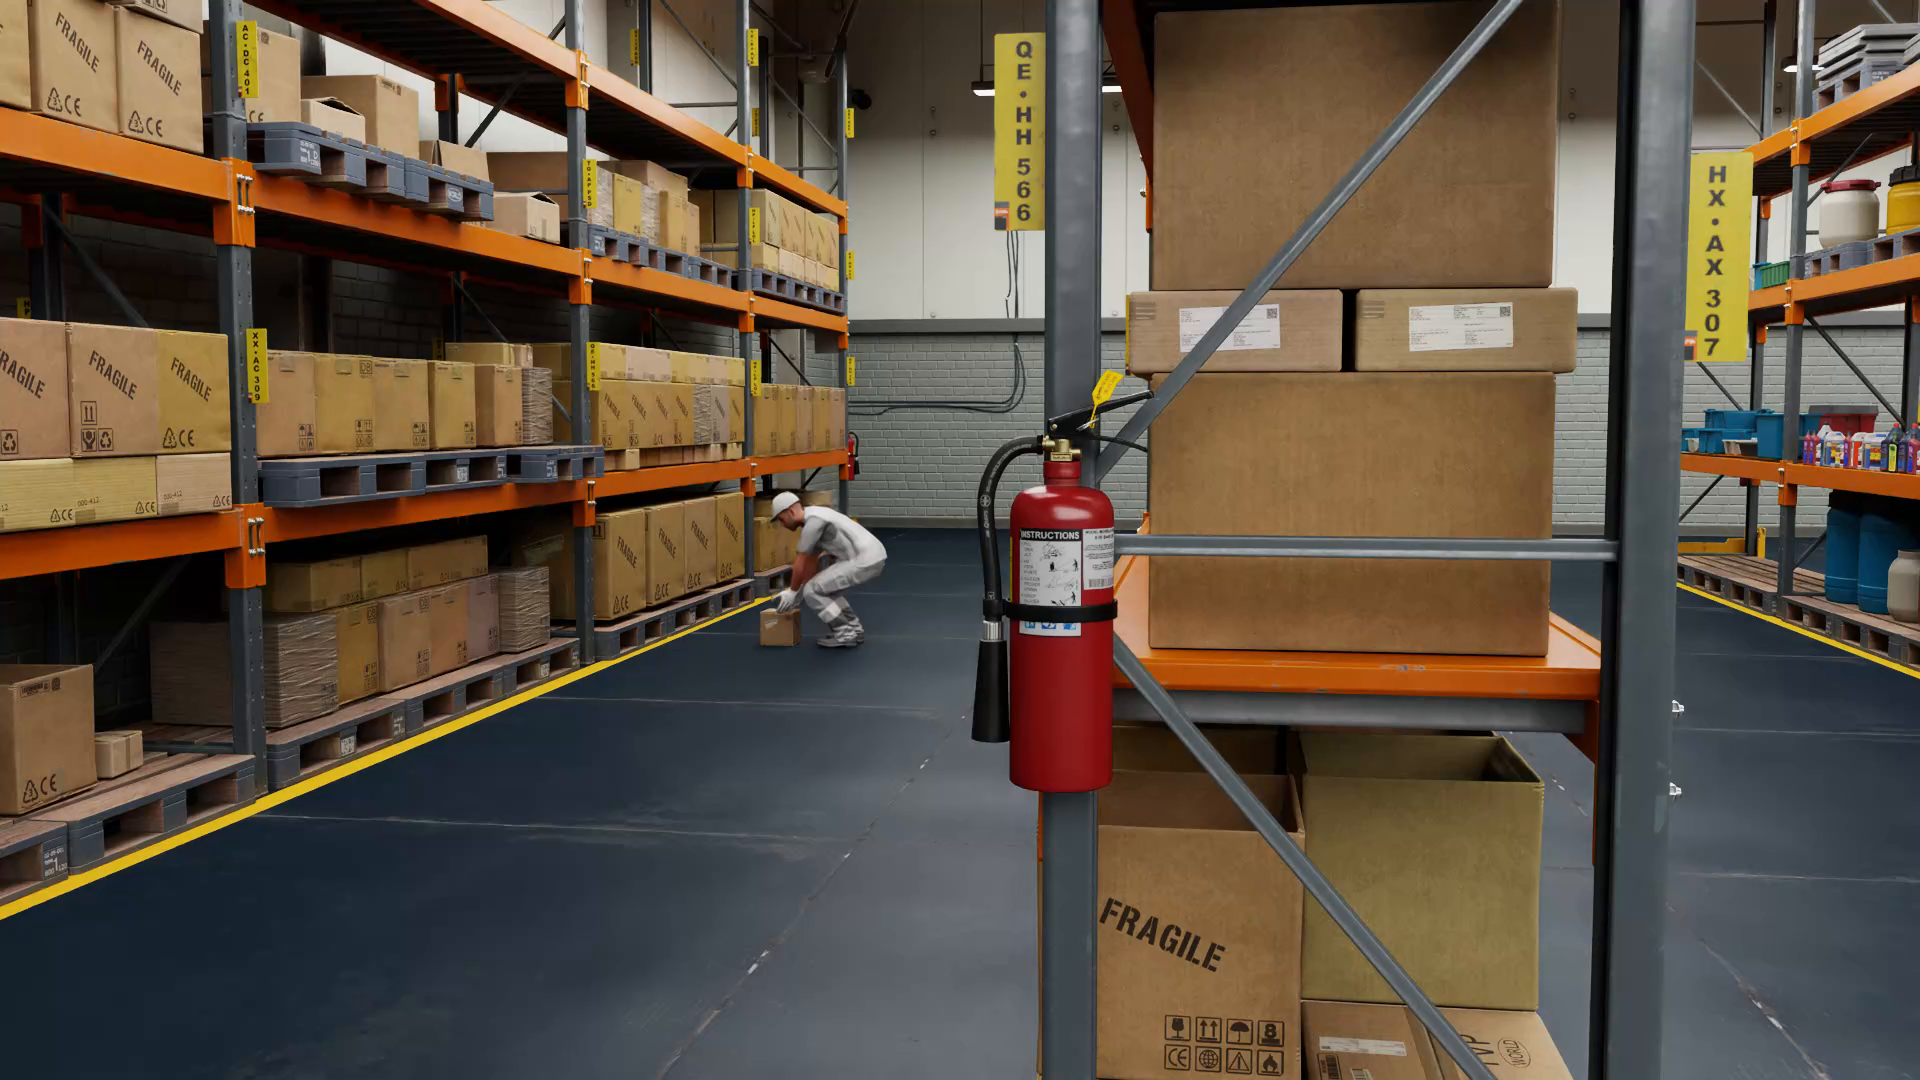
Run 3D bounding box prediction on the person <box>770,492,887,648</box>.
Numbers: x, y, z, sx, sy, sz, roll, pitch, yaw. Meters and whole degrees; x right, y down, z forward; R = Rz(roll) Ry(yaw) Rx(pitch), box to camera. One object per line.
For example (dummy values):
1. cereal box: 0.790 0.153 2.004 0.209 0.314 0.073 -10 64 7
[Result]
1. person: -0.979 0.216 12.329 0.858 1.144 0.583 1 4 9
